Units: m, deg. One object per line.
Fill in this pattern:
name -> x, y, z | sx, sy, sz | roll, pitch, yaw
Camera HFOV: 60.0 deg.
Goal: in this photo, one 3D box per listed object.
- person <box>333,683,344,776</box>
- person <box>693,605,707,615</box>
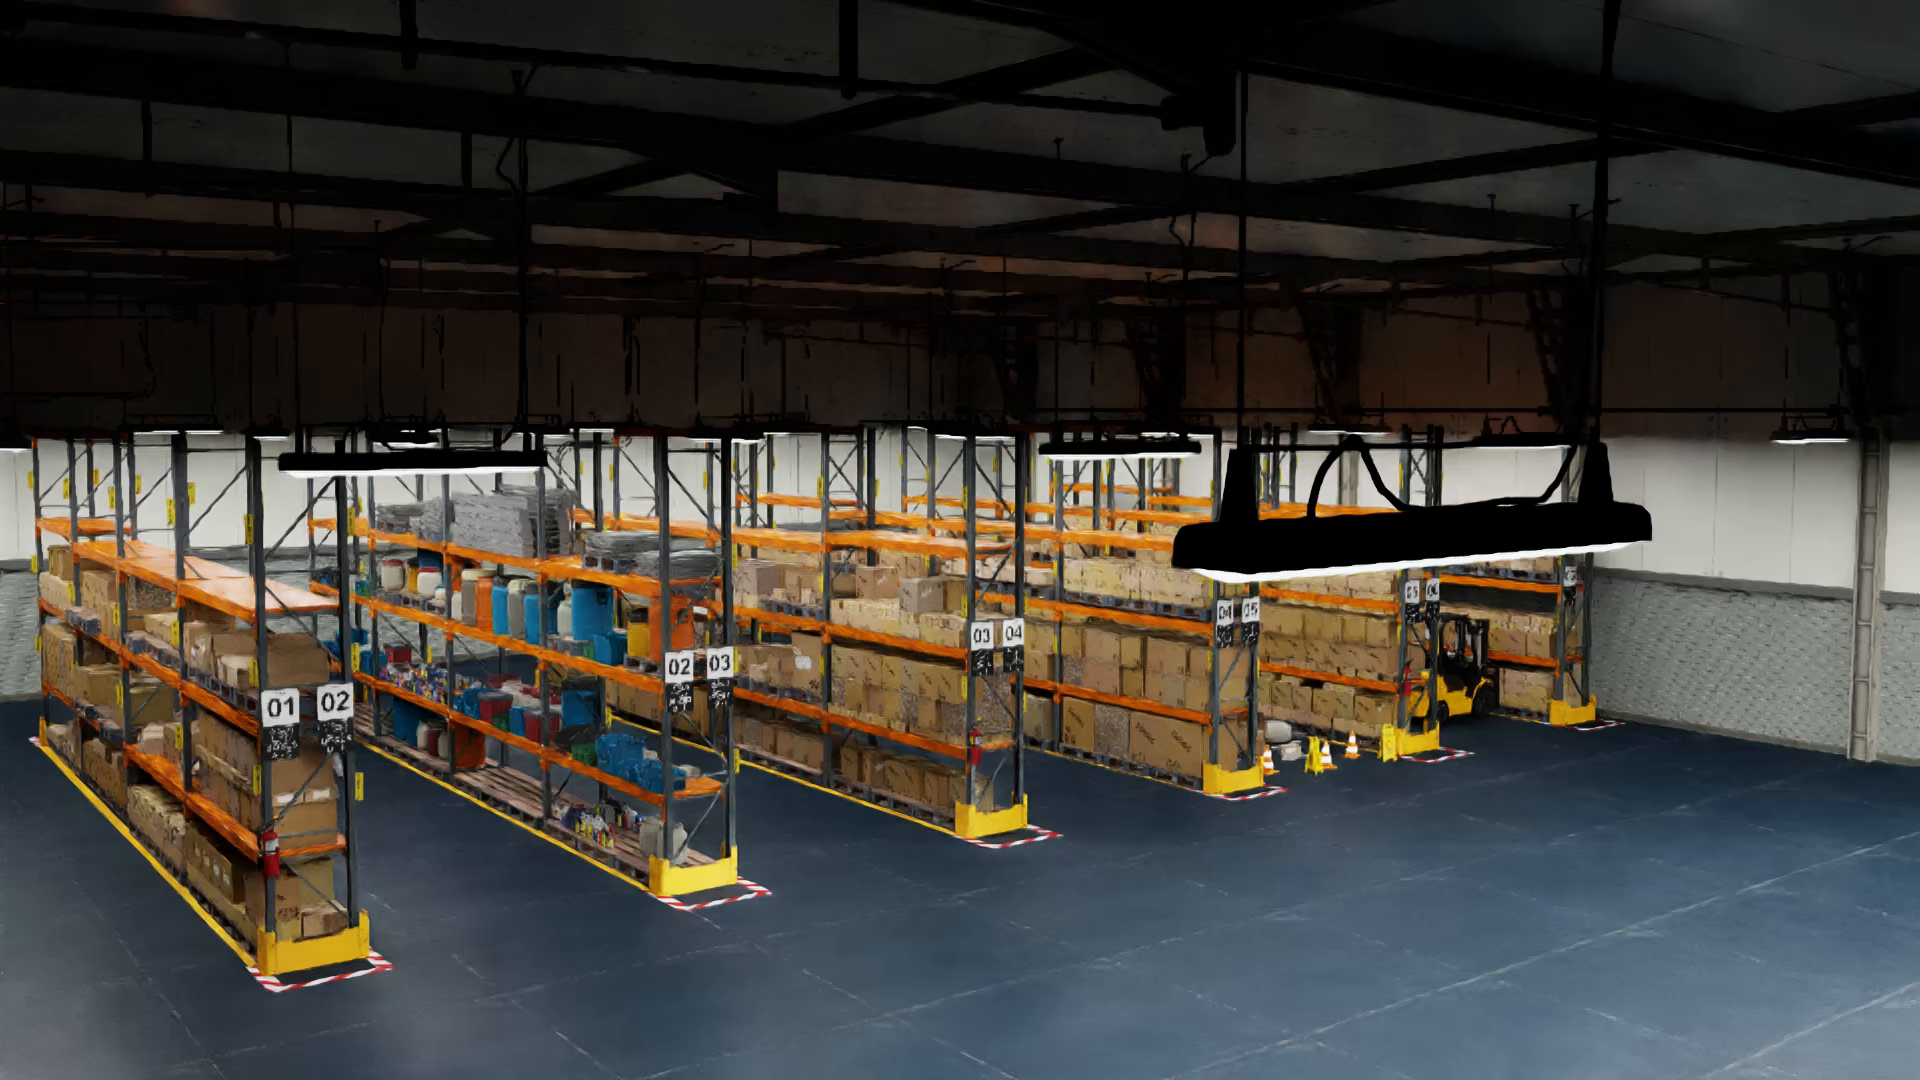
person -> -10.784, 3.250, 28.890 | 0.488, 1.590, 1.089 | -4, 6, -39
person -> -6.565, 2.282, 41.933 | 0.634, 1.545, 1.042 | -1, 5, -14
